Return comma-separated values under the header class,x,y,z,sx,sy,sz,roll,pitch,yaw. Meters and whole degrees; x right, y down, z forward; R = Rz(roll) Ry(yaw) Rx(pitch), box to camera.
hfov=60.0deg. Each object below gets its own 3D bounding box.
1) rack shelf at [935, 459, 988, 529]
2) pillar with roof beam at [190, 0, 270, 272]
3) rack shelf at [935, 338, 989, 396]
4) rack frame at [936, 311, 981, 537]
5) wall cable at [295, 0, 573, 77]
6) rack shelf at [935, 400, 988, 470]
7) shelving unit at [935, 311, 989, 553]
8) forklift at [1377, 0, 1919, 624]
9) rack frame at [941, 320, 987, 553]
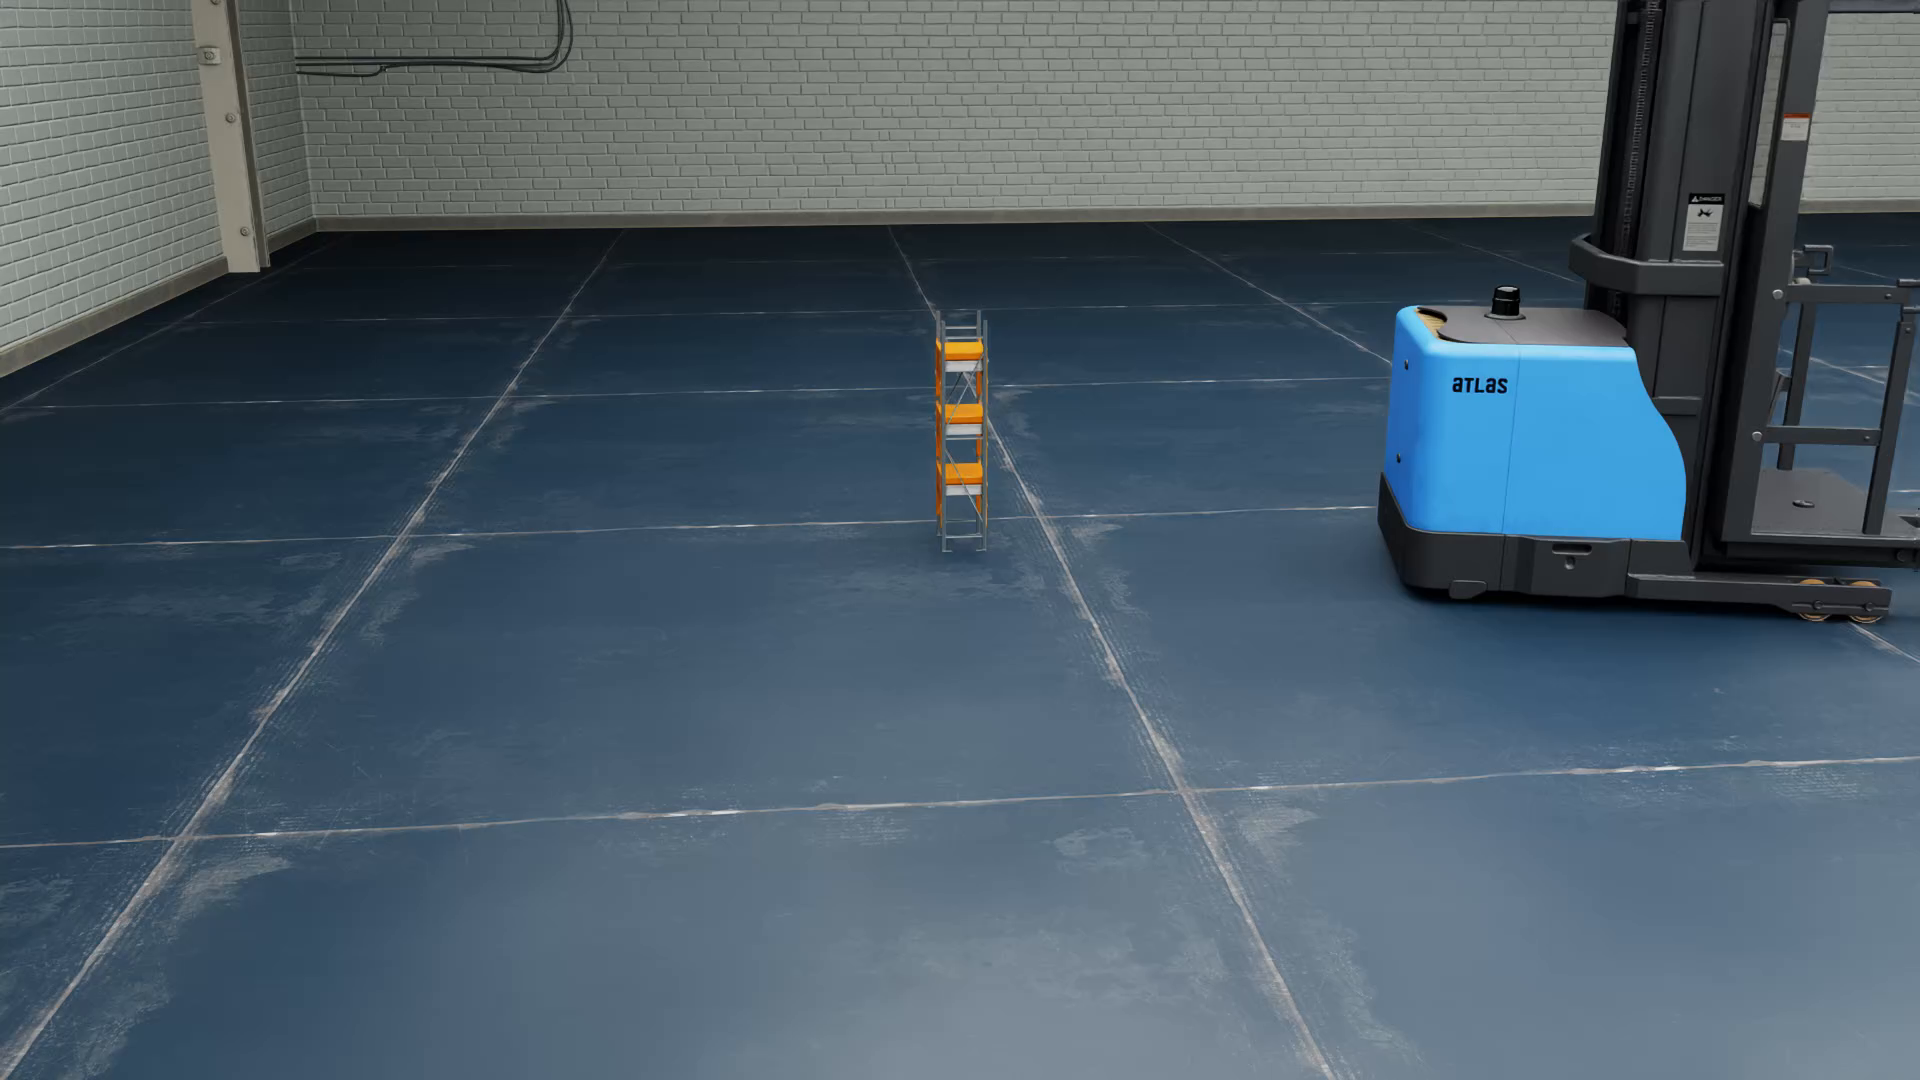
class,x,y,z,sx,sy,sz,roll,pitch,yaw
rack shelf,0.006,-0.210,7.555,0.215,0.259,0.240,-2,18,-6
pillar with roof beam,-2.546,-7.023,15.024,9.100,9.000,0.400,-2,18,-6
rack shelf,0.006,-0.746,7.387,0.215,0.259,0.240,-2,18,-6
rack frame,-0.007,-0.521,7.585,0.200,1.050,0.008,-2,18,-6
wall cable,-5.817,-6.327,17.991,3.097,2.526,0.112,-2,18,-6
rack shelf,0.006,-0.475,7.472,0.215,0.259,0.240,-2,18,-6
shelving unit,0.006,-0.485,7.469,0.215,1.050,0.252,-2,18,-6
forklift,3.387,-1.235,6.718,3.031,2.935,1.130,2,18,7
rack frame,0.018,-0.449,7.353,0.200,1.050,0.008,-2,18,-6
